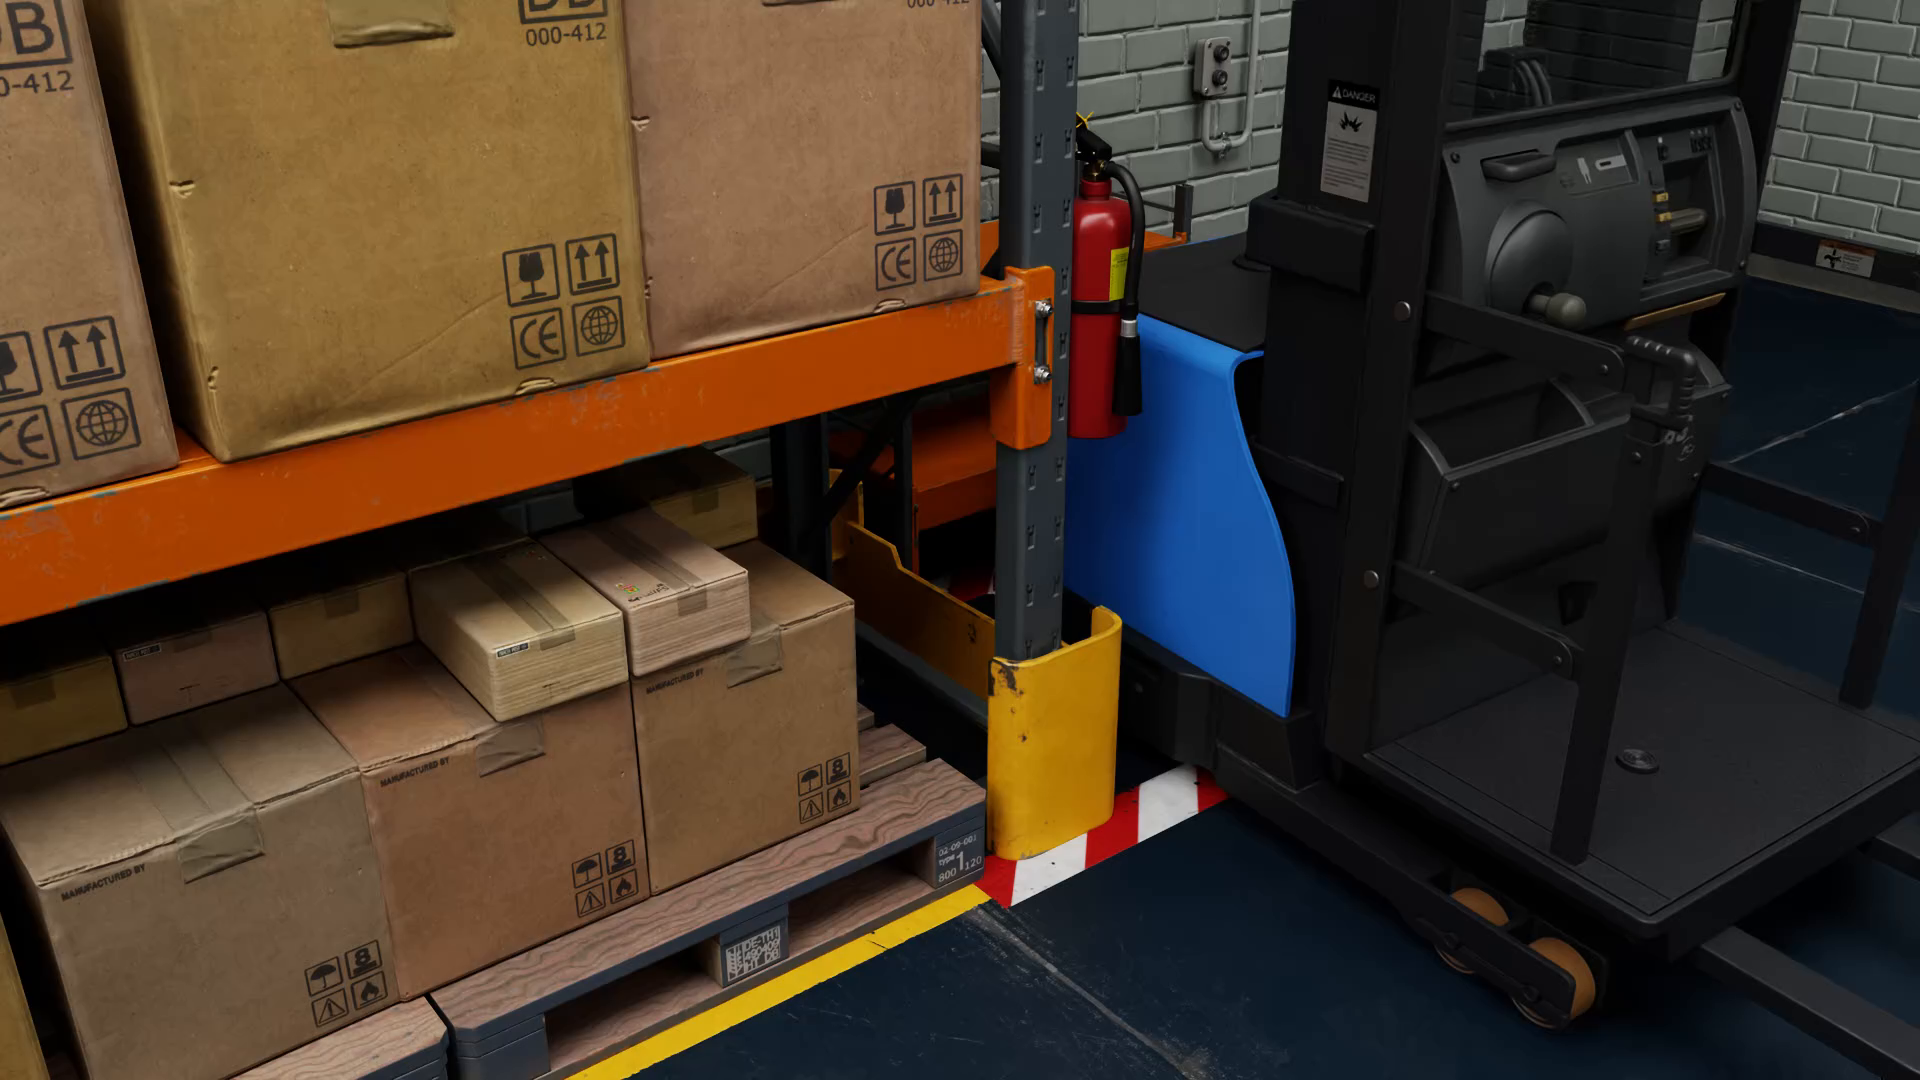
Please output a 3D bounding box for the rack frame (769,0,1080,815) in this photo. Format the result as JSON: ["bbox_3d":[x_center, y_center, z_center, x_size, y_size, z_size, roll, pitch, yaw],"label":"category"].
[{"bbox_3d":[-0.130,-0.866,3.553,0.127,3.000,1.000,-18,31,-34],"label":"rack frame"}]

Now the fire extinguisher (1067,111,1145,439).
[{"bbox_3d":[0.273,-0.548,3.403,0.183,0.674,0.296,-18,31,-34],"label":"fire extinguisher"}]

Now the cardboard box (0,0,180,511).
[{"bbox_3d":[-1.697,-0.479,2.362,0.700,0.700,0.980,-20,32,-36],"label":"cardboard box"}]

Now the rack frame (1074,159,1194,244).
[{"bbox_3d":[0.503,-0.583,5.170,0.032,1.125,0.500,-18,31,-34],"label":"rack frame"}]

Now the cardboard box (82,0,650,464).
[{"bbox_3d":[-1.091,-0.674,2.782,0.700,0.700,0.980,-19,31,-34],"label":"cardboard box"}]

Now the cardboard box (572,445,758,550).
[{"bbox_3d":[-0.644,-0.101,3.604,0.250,0.149,0.380,-18,30,-34],"label":"cardboard box"}]

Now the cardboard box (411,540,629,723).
[{"bbox_3d":[-0.809,0.158,3.046,0.250,0.149,0.380,-17,30,-33],"label":"cardboard box"}]

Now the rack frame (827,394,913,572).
[{"bbox_3d":[-0.294,-0.317,4.597,0.032,1.125,0.500,-18,31,-34],"label":"rack frame"}]

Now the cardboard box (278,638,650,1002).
[{"bbox_3d":[-1.013,0.422,3.248,0.500,0.500,0.700,-18,31,-34],"label":"cardboard box"}]

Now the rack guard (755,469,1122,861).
[{"bbox_3d":[-0.111,0.261,4.093,0.348,0.500,1.175,-18,31,-34],"label":"rack guard"}]

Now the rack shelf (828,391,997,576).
[{"bbox_3d":[0.105,-0.228,4.987,1.000,0.278,0.538,-18,31,-34],"label":"rack shelf"}]

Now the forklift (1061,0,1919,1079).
[{"bbox_3d":[1.392,-0.619,3.102,1.130,2.935,3.031,-16,29,-31],"label":"forklift"}]

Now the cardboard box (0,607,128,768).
[{"bbox_3d":[-1.641,0.229,2.893,0.250,0.149,0.380,-18,30,-34],"label":"cardboard box"}]

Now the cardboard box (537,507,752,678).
[{"bbox_3d":[-0.608,0.092,3.189,0.250,0.149,0.380,-19,31,-35],"label":"cardboard box"}]

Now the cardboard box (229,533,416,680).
[{"bbox_3d":[-1.240,0.096,3.180,0.250,0.149,0.380,-18,30,-34],"label":"cardboard box"}]

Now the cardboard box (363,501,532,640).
[{"bbox_3d":[-1.043,0.031,3.320,0.250,0.149,0.380,-18,30,-34],"label":"cardboard box"}]

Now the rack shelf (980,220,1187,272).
[{"bbox_3d":[0.105,-0.716,4.760,1.000,0.278,0.538,-18,31,-34],"label":"rack shelf"}]

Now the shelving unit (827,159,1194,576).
[{"bbox_3d":[0.105,-0.450,4.884,1.048,1.125,0.538,-18,31,-34],"label":"shelving unit"}]

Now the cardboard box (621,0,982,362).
[{"bbox_3d":[-0.525,-0.866,3.197,0.700,0.700,0.980,-17,30,-32],"label":"cardboard box"}]

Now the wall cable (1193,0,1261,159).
[{"bbox_3d":[0.294,-1.973,4.731,1.851,1.984,0.084,-18,31,-34],"label":"wall cable"}]

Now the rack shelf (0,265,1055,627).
[{"bbox_3d":[-1.704,-0.020,2.585,4.000,0.370,1.077,-18,31,-34],"label":"rack shelf"}]

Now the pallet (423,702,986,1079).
[{"bbox_3d":[-0.711,0.632,3.637,1.213,0.211,1.003,-18,31,-34],"label":"pallet"}]

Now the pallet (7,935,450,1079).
[{"bbox_3d":[-1.671,0.948,2.958,1.213,0.211,1.003,-18,31,-34],"label":"pallet"}]

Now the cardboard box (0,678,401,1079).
[{"bbox_3d":[-1.408,0.553,2.966,0.500,0.500,0.700,-19,31,-36],"label":"cardboard box"}]

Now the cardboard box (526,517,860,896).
[{"bbox_3d":[-0.619,0.292,3.528,0.500,0.500,0.700,-18,31,-34],"label":"cardboard box"}]

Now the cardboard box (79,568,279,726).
[{"bbox_3d":[-1.440,0.162,3.037,0.250,0.149,0.380,-18,30,-33],"label":"cardboard box"}]
